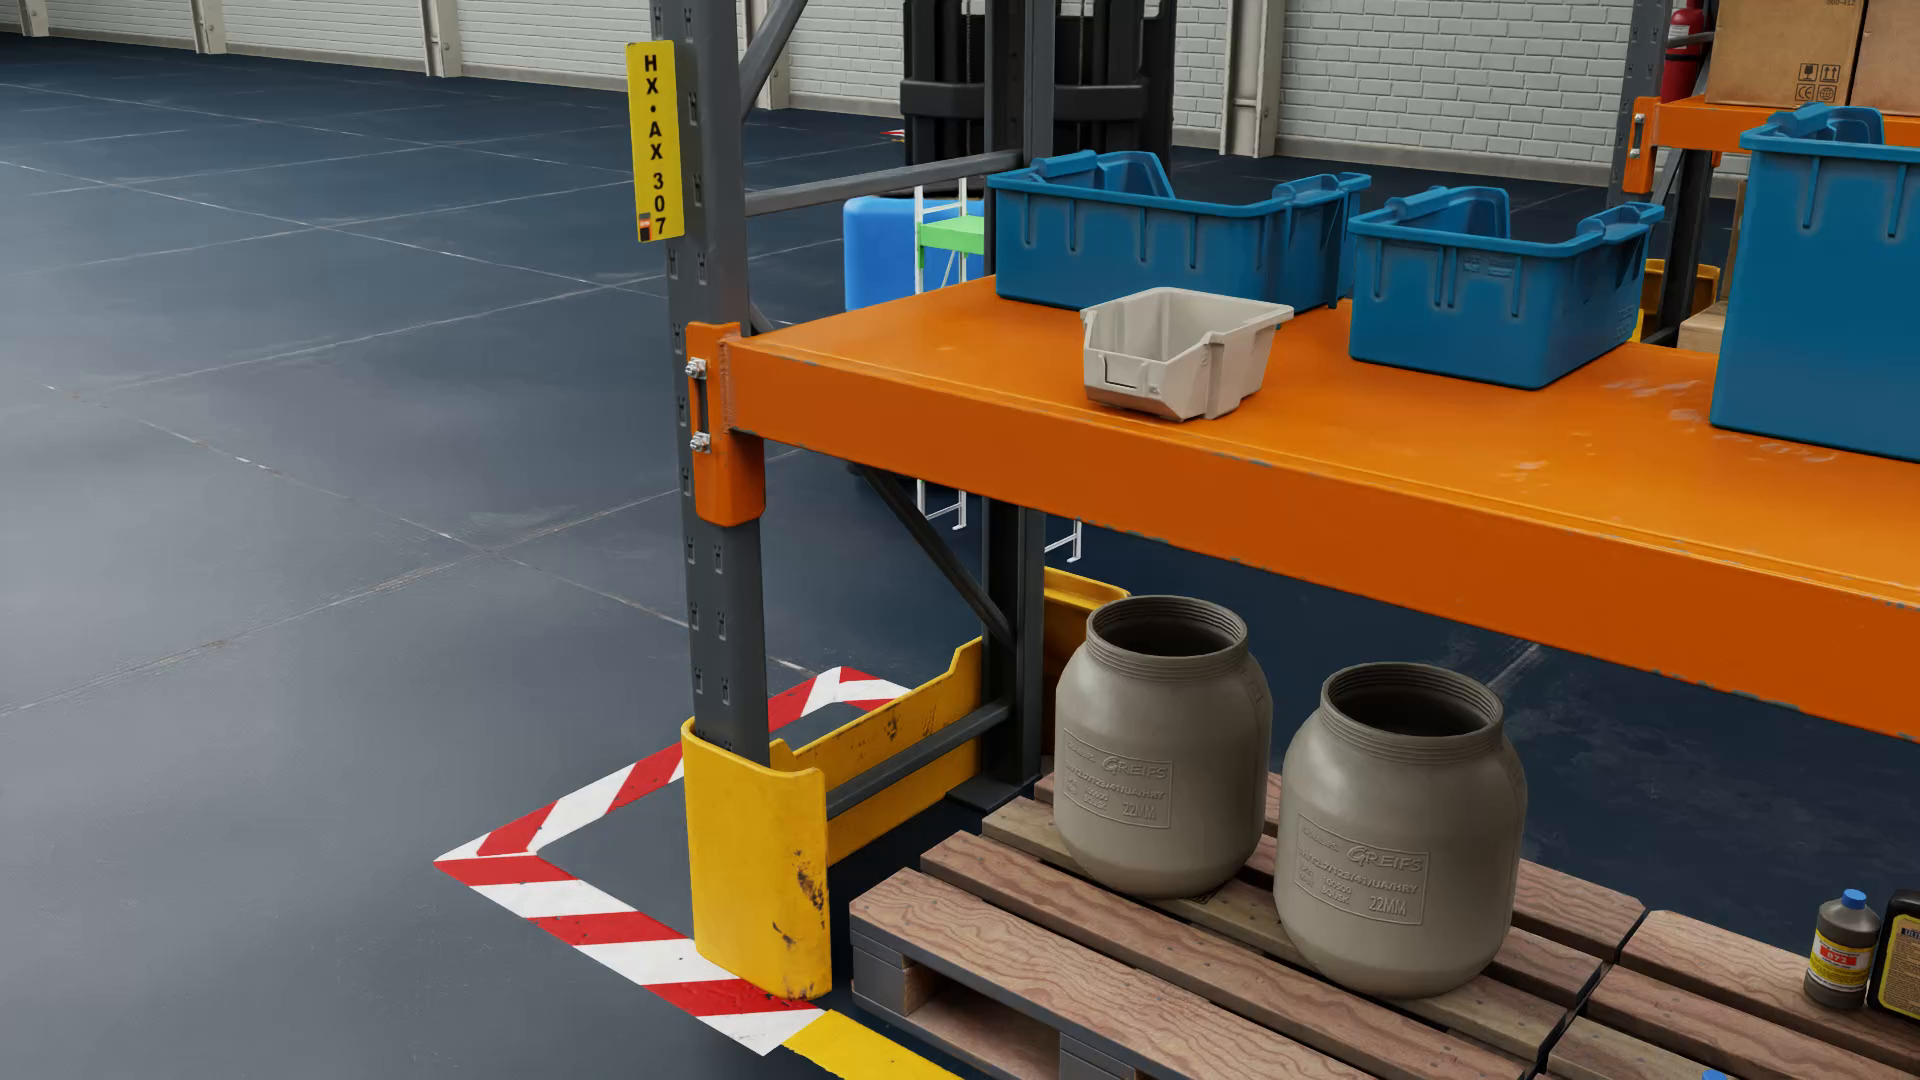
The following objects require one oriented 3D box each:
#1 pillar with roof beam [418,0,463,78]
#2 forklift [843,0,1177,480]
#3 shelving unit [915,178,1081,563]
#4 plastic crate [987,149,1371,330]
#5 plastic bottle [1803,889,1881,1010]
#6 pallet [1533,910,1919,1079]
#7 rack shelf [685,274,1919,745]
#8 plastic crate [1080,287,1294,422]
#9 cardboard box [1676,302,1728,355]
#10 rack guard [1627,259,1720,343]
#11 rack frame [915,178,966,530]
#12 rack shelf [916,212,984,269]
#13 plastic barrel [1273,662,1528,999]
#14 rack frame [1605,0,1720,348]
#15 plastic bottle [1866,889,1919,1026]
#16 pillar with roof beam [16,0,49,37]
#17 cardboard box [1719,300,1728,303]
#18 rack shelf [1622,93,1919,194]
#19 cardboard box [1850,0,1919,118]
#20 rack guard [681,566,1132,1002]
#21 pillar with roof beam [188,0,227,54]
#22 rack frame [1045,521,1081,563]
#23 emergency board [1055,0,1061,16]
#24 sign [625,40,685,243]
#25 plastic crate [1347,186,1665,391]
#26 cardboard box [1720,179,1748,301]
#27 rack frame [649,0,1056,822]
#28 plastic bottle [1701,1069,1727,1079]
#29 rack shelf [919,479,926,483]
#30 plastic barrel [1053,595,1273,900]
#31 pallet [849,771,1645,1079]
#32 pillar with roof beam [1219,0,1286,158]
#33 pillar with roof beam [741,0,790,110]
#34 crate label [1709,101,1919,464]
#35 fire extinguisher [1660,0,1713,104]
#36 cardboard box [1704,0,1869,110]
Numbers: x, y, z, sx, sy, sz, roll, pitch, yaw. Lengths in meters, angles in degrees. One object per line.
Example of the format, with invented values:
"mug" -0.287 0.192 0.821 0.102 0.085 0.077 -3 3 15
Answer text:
"pillar with roof beam" -9.475 -9.124 17.111 0.400 9.000 9.100 16 26 36
"forklift" 0.361 -2.029 6.894 1.130 2.935 3.031 4 21 10
"shelving unit" 0.128 -0.524 5.359 0.503 1.200 0.258 16 26 36
"plastic crate" 0.416 -0.590 3.193 0.616 0.251 0.499 16 26 36
"plastic bottle" 1.539 0.704 2.894 0.097 0.201 0.097 0 21 0
"pallet" 1.494 1.074 2.521 1.213 0.211 1.003 16 26 36
"rack shelf" 1.388 0.093 2.190 4.000 0.370 1.077 16 26 36
"plastic crate" 0.329 -0.279 2.530 0.250 0.136 0.298 16 26 36
"cardboard box" 3.248 -0.773 6.767 0.500 0.250 0.500 16 26 36
"rack guard" 2.955 -0.879 7.290 0.348 0.500 1.175 16 26 36
"rack frame" -0.061 -0.579 5.503 0.015 1.200 0.240 16 26 36
"rack shelf" 0.128 -0.914 5.212 0.480 0.148 0.258 16 26 36
"plastic barrel" 0.785 0.515 2.981 0.421 0.512 0.421 0 21 0
"rack frame" 2.974 -2.043 6.835 0.127 3.000 1.000 16 26 36
"plastic bottle" 1.641 0.686 2.823 0.133 0.283 0.061 17 26 38
"pillar with roof beam" -18.772 -11.802 24.211 0.400 9.000 9.100 16 26 36
"cardboard box" 3.576 -0.914 7.143 0.500 0.250 0.500 16 26 36
"rack shelf" 4.523 -1.260 5.779 4.000 0.370 1.077 16 26 36
"cardboard box" 3.737 -1.866 6.225 0.500 0.500 0.700 17 26 38
"rack guard" -0.073 0.484 3.677 0.348 0.500 1.175 16 26 36
"pillar with roof beam" -14.123 -10.463 20.661 0.400 9.000 9.100 16 26 36
"rack frame" 0.317 -0.470 5.214 0.015 1.200 0.240 16 26 36
"emergency board" 0.653 -5.379 15.680 0.643 1.169 0.194 16 26 36
"sign" -0.512 -0.670 2.801 0.005 0.325 0.100 16 26 36
"plastic crate" 0.915 -0.444 2.805 0.408 0.251 0.499 16 26 36
"cardboard box" 3.577 -1.266 7.012 0.500 0.500 0.500 16 26 36
"rack frame" -0.161 -0.690 3.246 0.127 3.000 1.000 16 26 36
"plastic bottle" 1.046 0.871 2.352 0.097 0.271 0.097 0 21 0
"rack shelf" 0.128 -0.240 5.466 0.480 0.148 0.258 16 26 36
"plastic barrel" 0.397 0.404 3.277 0.421 0.512 0.421 0 21 0
"pallet" 0.553 0.802 3.243 1.213 0.211 1.003 16 26 36
"pillar with roof beam" -0.178 -6.447 10.011 0.400 9.000 9.100 16 26 36
"pillar with roof beam" -4.827 -7.786 13.561 0.400 9.000 9.100 16 26 36
"crate label" 1.436 -0.370 2.347 0.616 0.435 0.502 16 26 36
"fire extinguisher" 3.176 -2.160 7.255 0.183 0.674 0.296 16 26 36
"cardboard box" 3.327 -1.982 6.532 0.500 0.500 0.700 16 26 36
